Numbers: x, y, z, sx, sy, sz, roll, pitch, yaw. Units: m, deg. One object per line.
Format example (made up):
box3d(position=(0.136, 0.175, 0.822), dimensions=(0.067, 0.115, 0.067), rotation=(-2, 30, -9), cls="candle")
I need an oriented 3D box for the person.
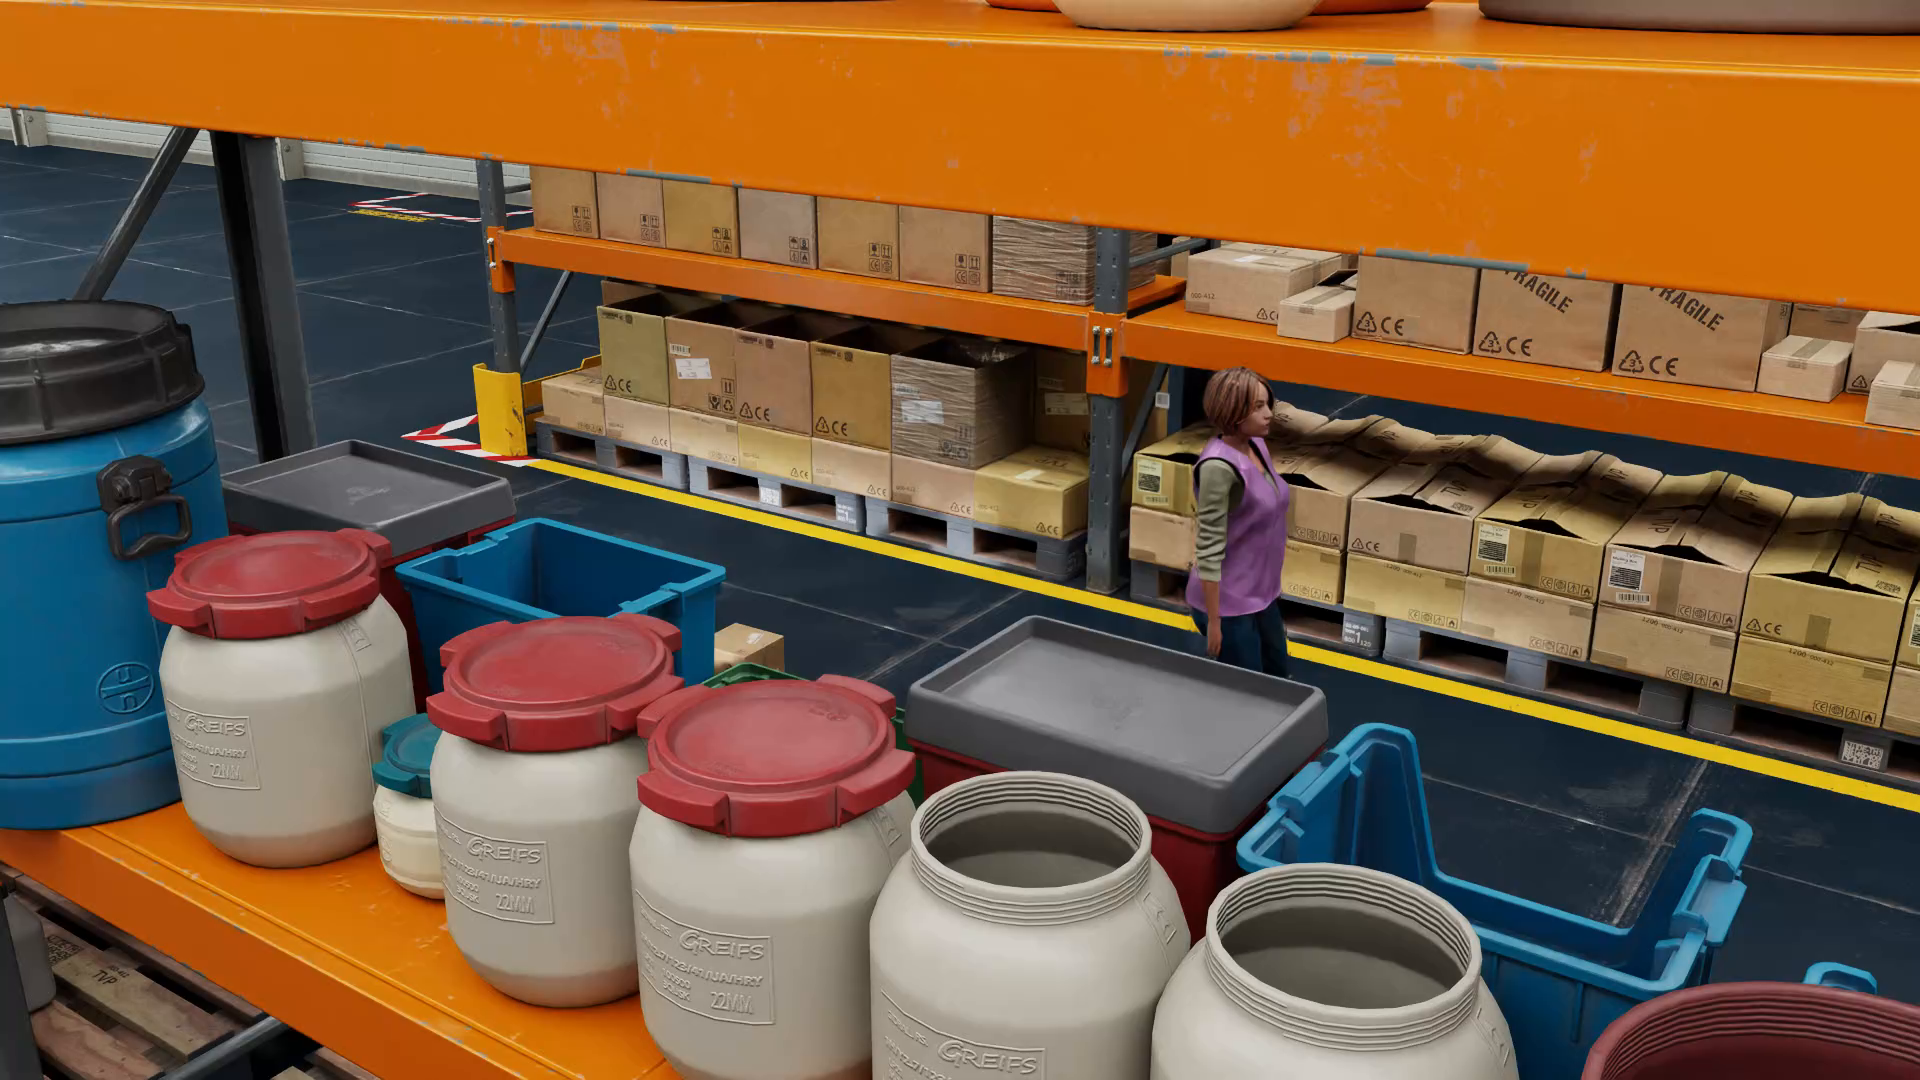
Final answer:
box3d(position=(0.867, 0.196, 5.480), dimensions=(0.546, 1.588, 0.425), rotation=(10, 22, 25), cls="person")
